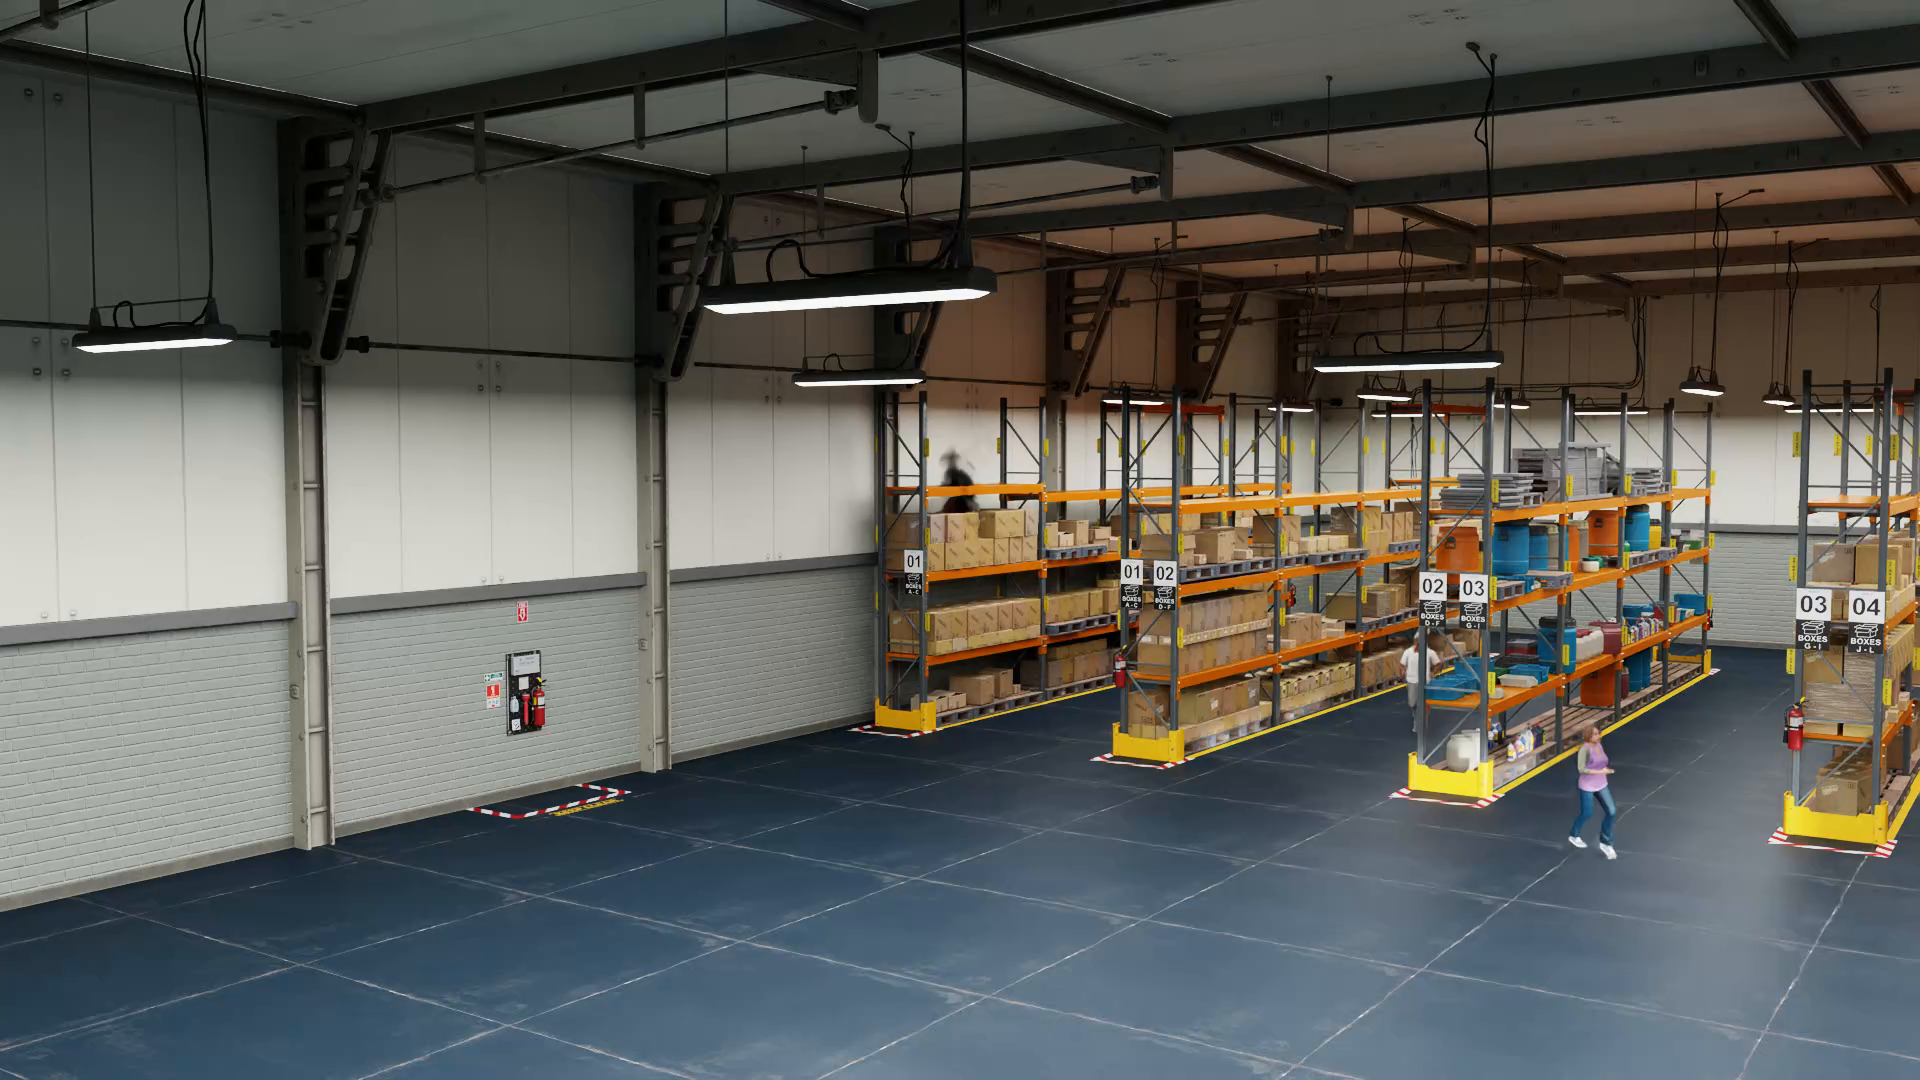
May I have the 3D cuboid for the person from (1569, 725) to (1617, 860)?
[{"bbox_3d":[7.729,3.073,20.417,0.529,1.638,0.670,-1,3,-22],"label":"person"}]

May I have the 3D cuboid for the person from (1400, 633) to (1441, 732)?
[{"bbox_3d":[8.139,2.507,29.460,0.699,1.738,0.758,1,3,23],"label":"person"}]
